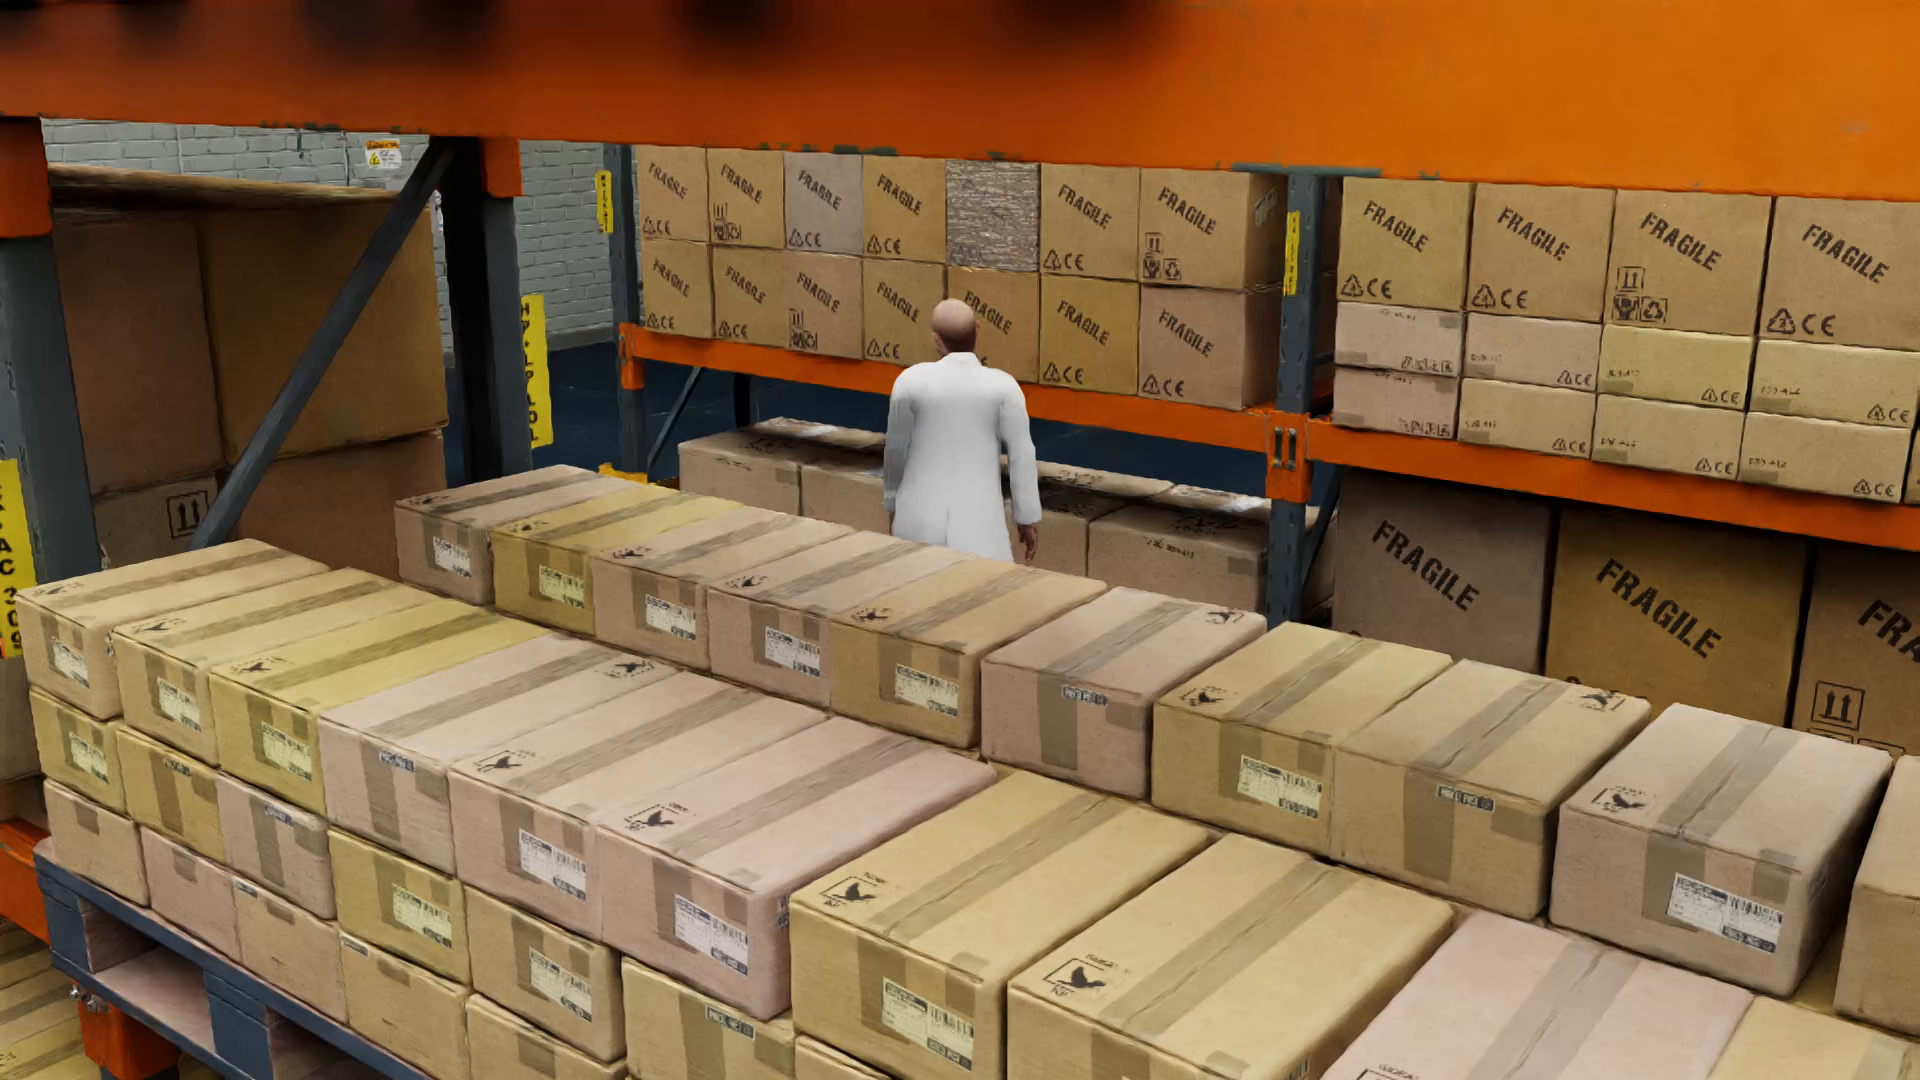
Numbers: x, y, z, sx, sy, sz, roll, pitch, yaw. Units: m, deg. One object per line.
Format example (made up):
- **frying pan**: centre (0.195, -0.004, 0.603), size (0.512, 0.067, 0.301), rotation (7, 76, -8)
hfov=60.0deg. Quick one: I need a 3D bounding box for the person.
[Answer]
- **person**: centre (0.010, -0.111, 6.851), size (0.654, 1.787, 0.551), rotation (1, 16, 2)
